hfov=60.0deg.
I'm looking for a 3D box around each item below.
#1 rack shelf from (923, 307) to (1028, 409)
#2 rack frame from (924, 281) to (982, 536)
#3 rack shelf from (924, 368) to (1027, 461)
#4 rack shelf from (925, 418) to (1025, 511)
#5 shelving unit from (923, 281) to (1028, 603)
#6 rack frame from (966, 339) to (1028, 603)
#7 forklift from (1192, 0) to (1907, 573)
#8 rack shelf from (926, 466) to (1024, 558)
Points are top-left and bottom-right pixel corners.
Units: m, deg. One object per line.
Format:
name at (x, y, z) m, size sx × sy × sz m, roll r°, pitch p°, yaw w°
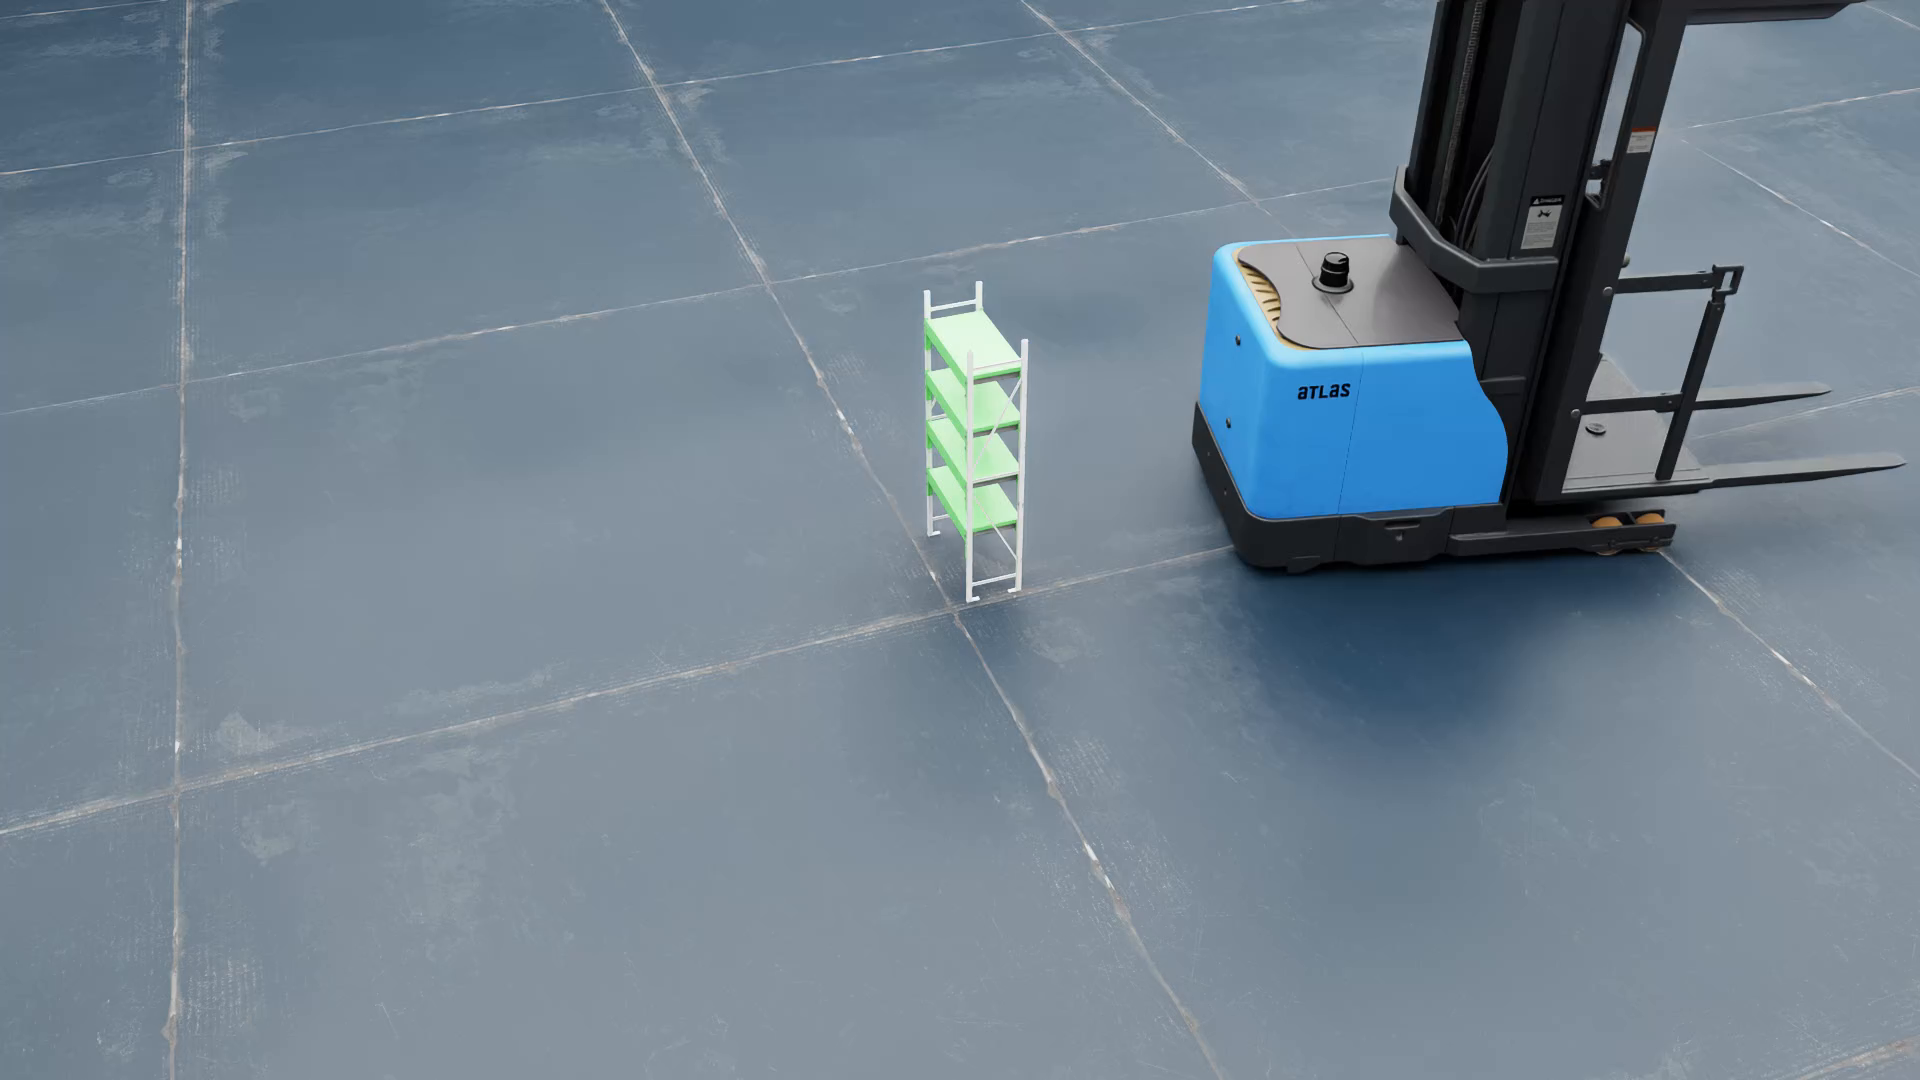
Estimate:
rack shelf at (0.057, -0.718, 6.515) m, size 0.258 × 0.148 × 0.480 m, roll -12°, pitch 39°, yaw -16°
rack frame at (-0.027, -0.524, 6.948) m, size 0.240 × 1.200 × 0.015 m, roll -12°, pitch 39°, yaw -16°
rack shelf at (0.057, -0.526, 6.659) m, size 0.258 × 0.148 × 0.480 m, roll -12°, pitch 39°, yaw -16°
rack shelf at (0.057, -0.335, 6.803) m, size 0.258 × 0.148 × 0.480 m, roll -12°, pitch 39°, yaw -16°
shelving unit at (0.057, -0.386, 6.765) m, size 0.258 × 1.200 × 0.503 m, roll -12°, pitch 39°, yaw -16°
rack frame at (0.141, -0.248, 6.582) m, size 0.240 × 1.200 × 0.015 m, roll -12°, pitch 39°, yaw -16°
forklift at (2.632, -1.417, 6.695) m, size 3.031 × 2.935 × 1.130 m, roll -4°, pitch 37°, yaw -6°
rack shelf at (0.057, -0.143, 6.948) m, size 0.258 × 0.148 × 0.480 m, roll -12°, pitch 39°, yaw -16°
